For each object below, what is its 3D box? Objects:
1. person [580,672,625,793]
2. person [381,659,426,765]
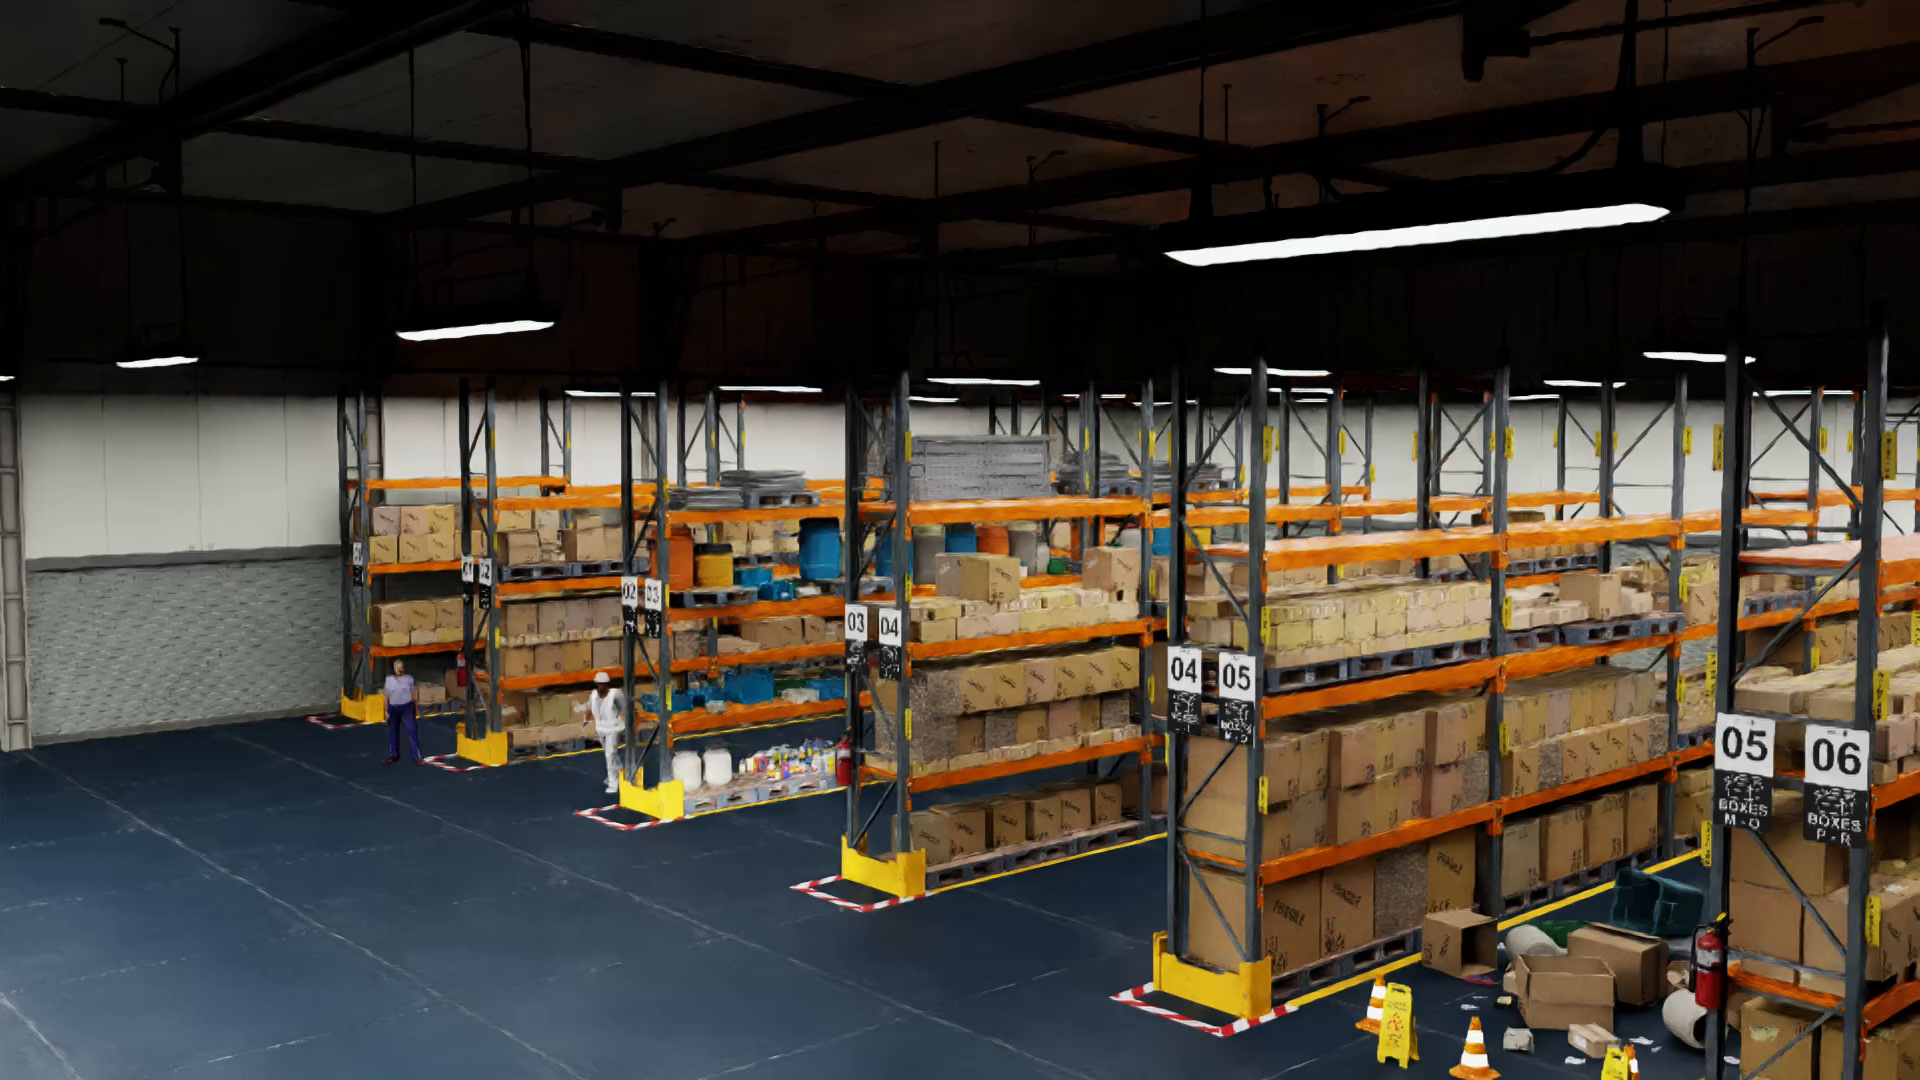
[{"bbox_3d":[-5.038,2.728,23.930,0.703,1.718,0.843,2,4,32],"label":"person"},{"bbox_3d":[-8.604,2.647,25.692,0.700,1.640,0.526,-1,4,-12],"label":"person"}]
